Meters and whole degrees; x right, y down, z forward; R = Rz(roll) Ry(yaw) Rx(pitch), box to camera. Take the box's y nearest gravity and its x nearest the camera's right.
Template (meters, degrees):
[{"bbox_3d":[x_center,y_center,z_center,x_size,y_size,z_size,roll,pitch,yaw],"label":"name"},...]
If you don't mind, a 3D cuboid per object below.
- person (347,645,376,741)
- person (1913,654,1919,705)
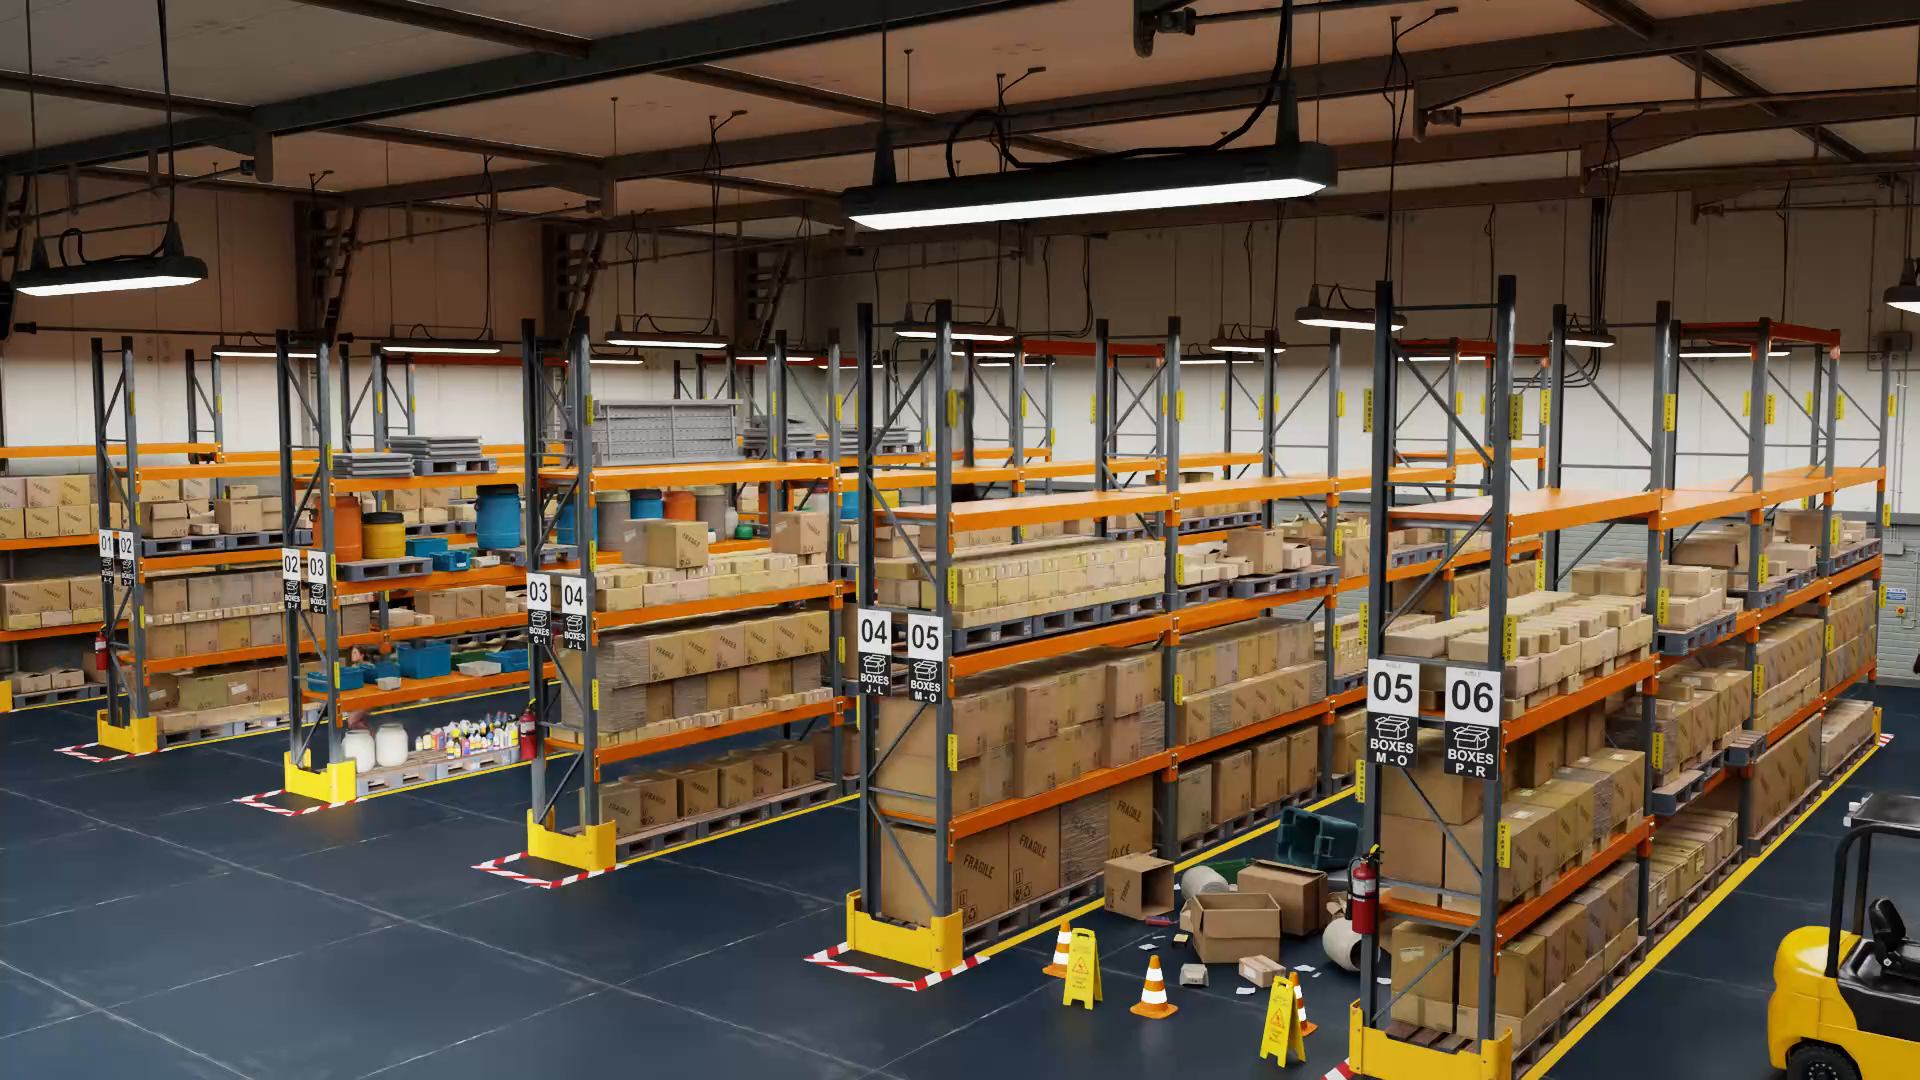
[{"bbox_3d":[-8.480,2.300,23.570,0.552,1.607,0.680,4,6,36],"label":"person"},{"bbox_3d":[14.077,2.227,23.887,0.710,1.666,1.050,2,6,26],"label":"person"}]
